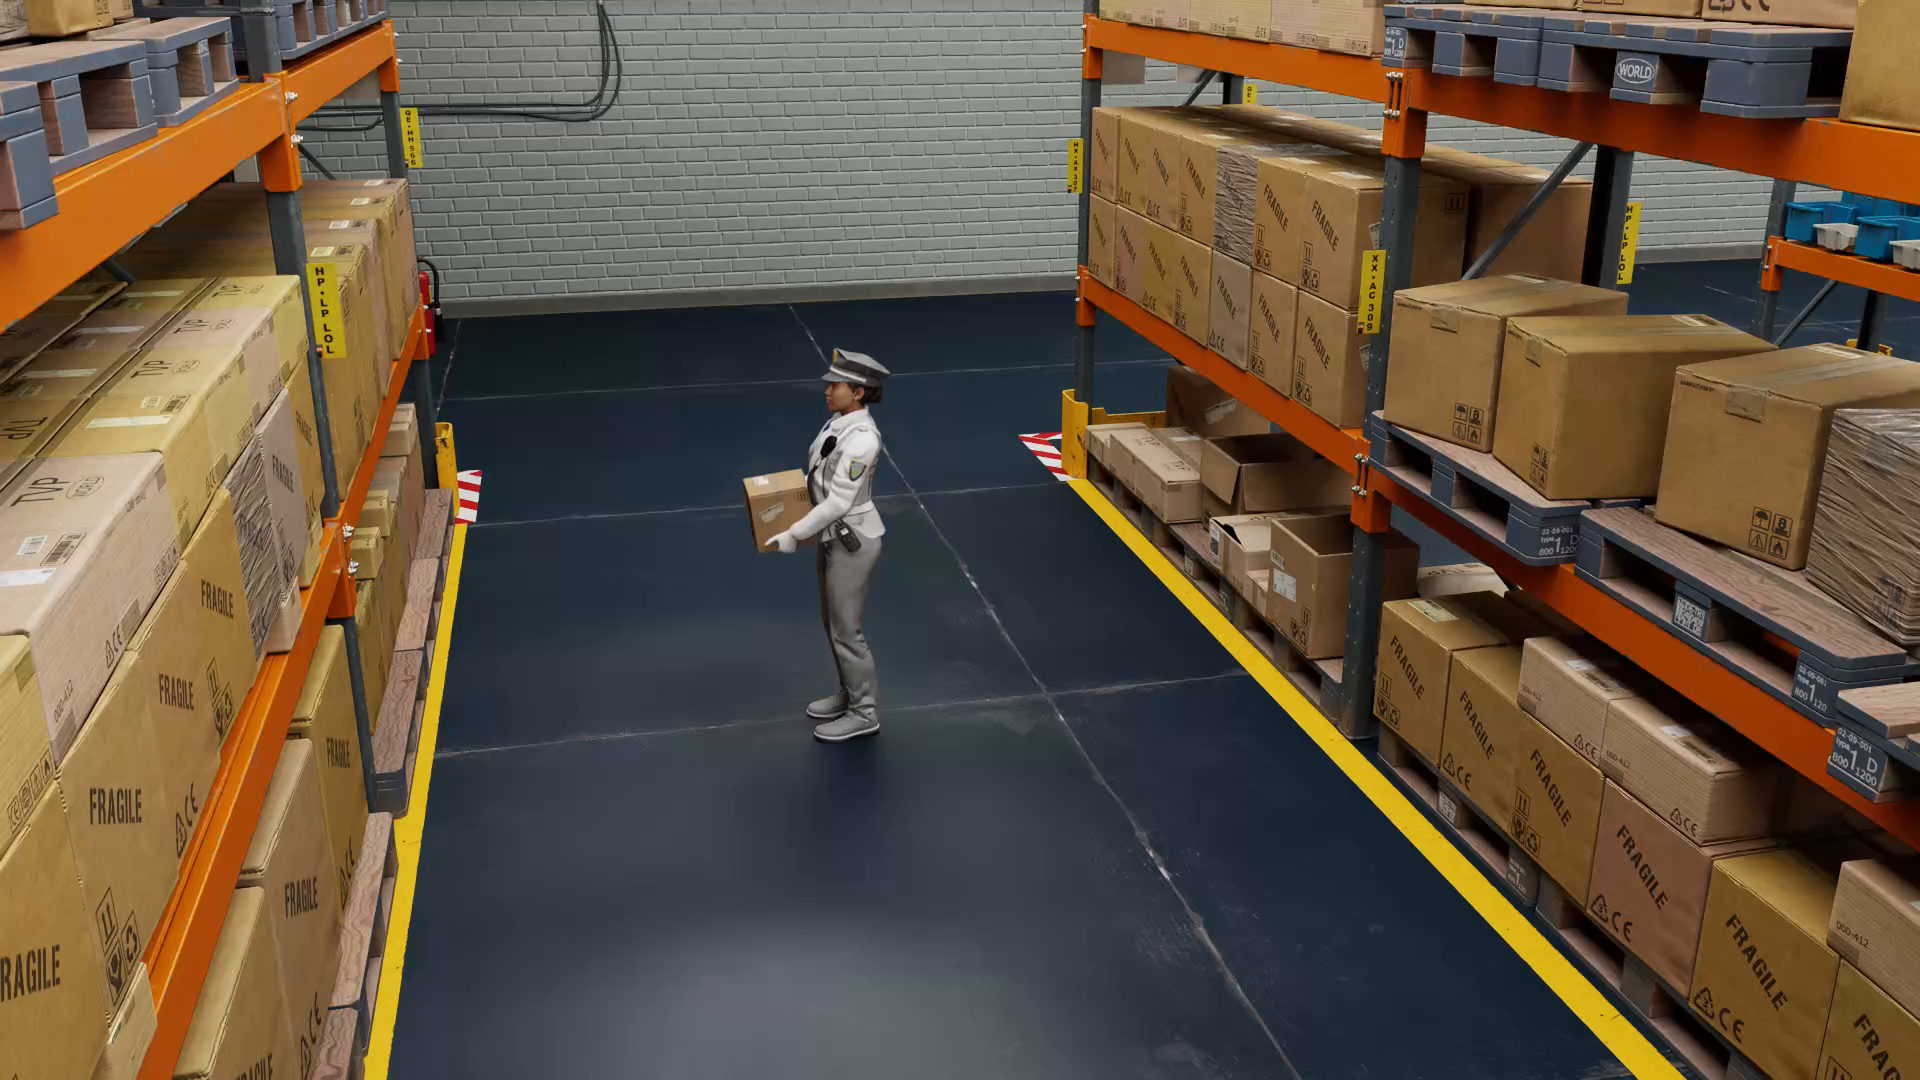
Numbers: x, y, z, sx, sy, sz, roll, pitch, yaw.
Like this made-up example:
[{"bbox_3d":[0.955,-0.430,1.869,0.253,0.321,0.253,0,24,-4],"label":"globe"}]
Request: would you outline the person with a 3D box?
[{"bbox_3d":[-0.558,0.016,6.995,0.547,1.689,0.459,-4,20,-12],"label":"person"}]
